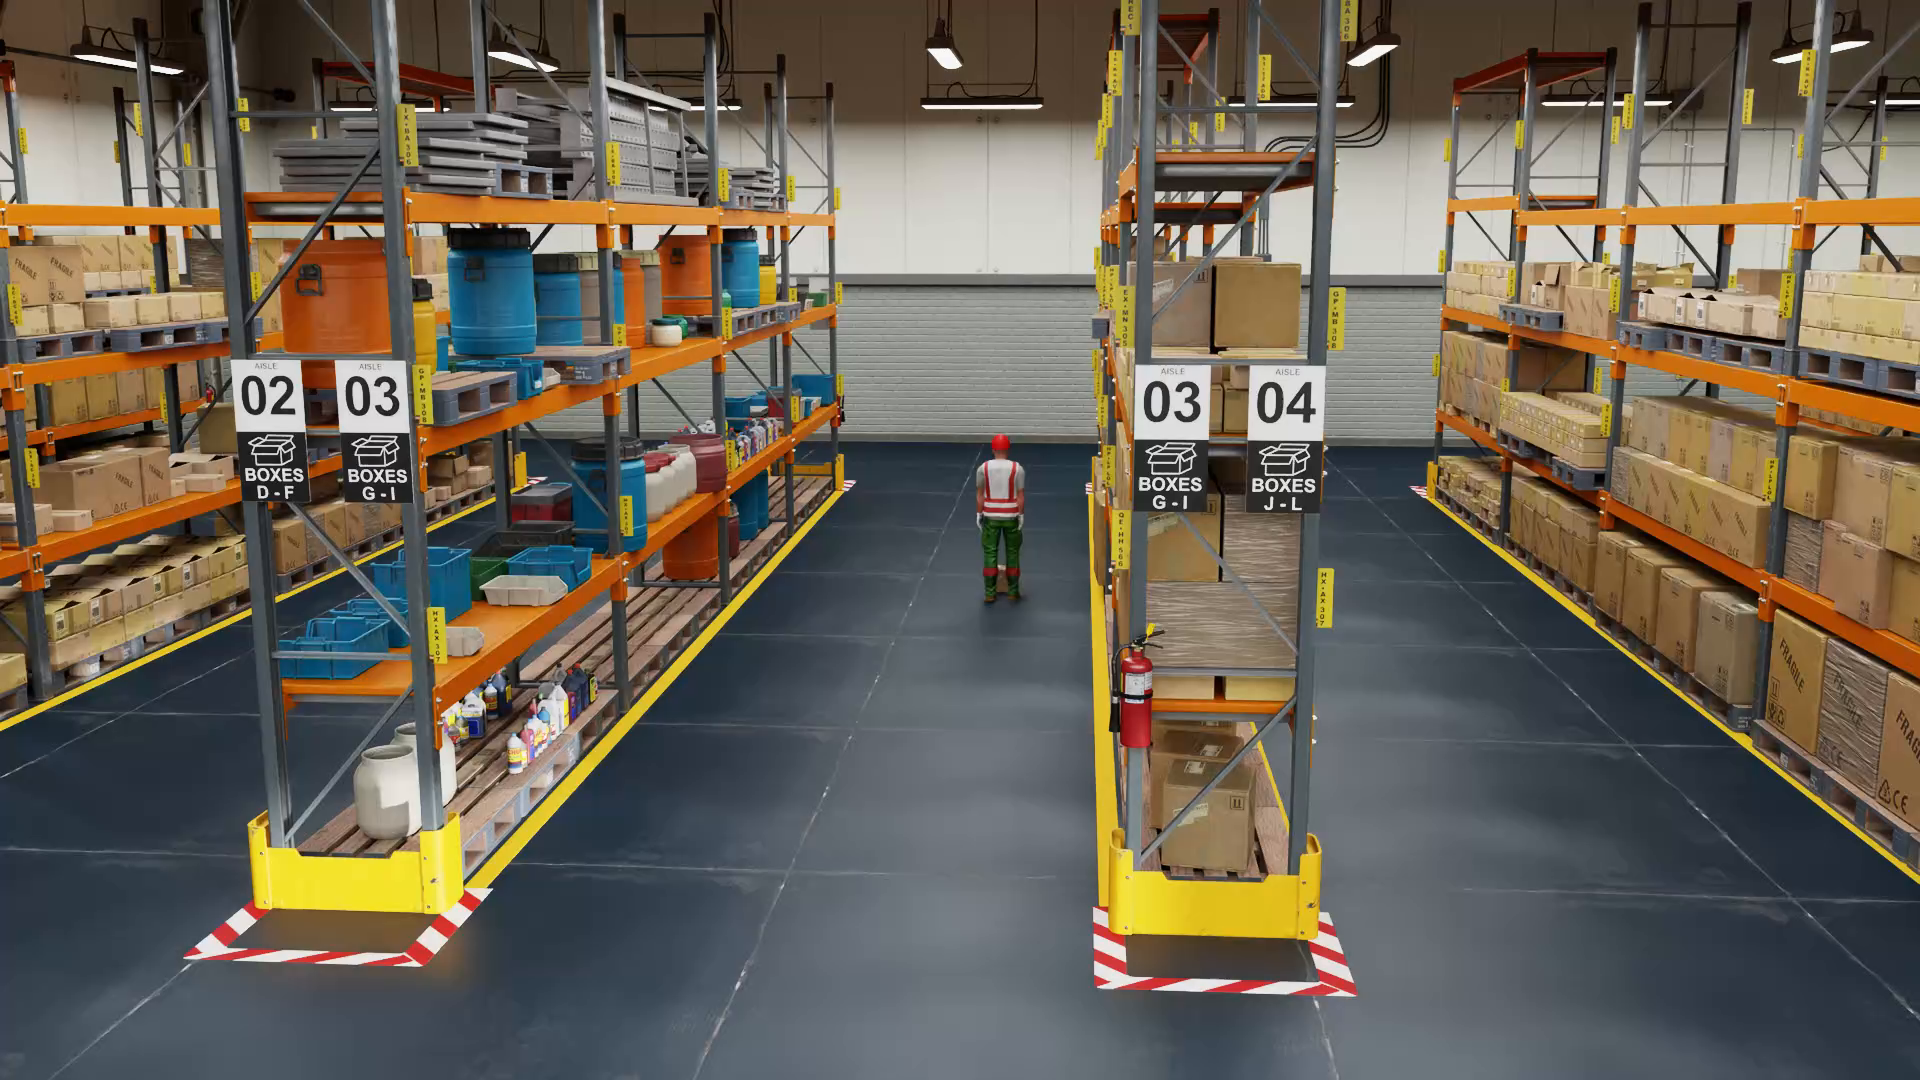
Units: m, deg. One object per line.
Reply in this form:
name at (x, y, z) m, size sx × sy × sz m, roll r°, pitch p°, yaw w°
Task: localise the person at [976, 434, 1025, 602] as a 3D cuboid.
person at (0.432, -0.243, 17.667) m, size 0.522 × 1.790 × 0.356 m, roll 1°, pitch 11°, yaw 5°
